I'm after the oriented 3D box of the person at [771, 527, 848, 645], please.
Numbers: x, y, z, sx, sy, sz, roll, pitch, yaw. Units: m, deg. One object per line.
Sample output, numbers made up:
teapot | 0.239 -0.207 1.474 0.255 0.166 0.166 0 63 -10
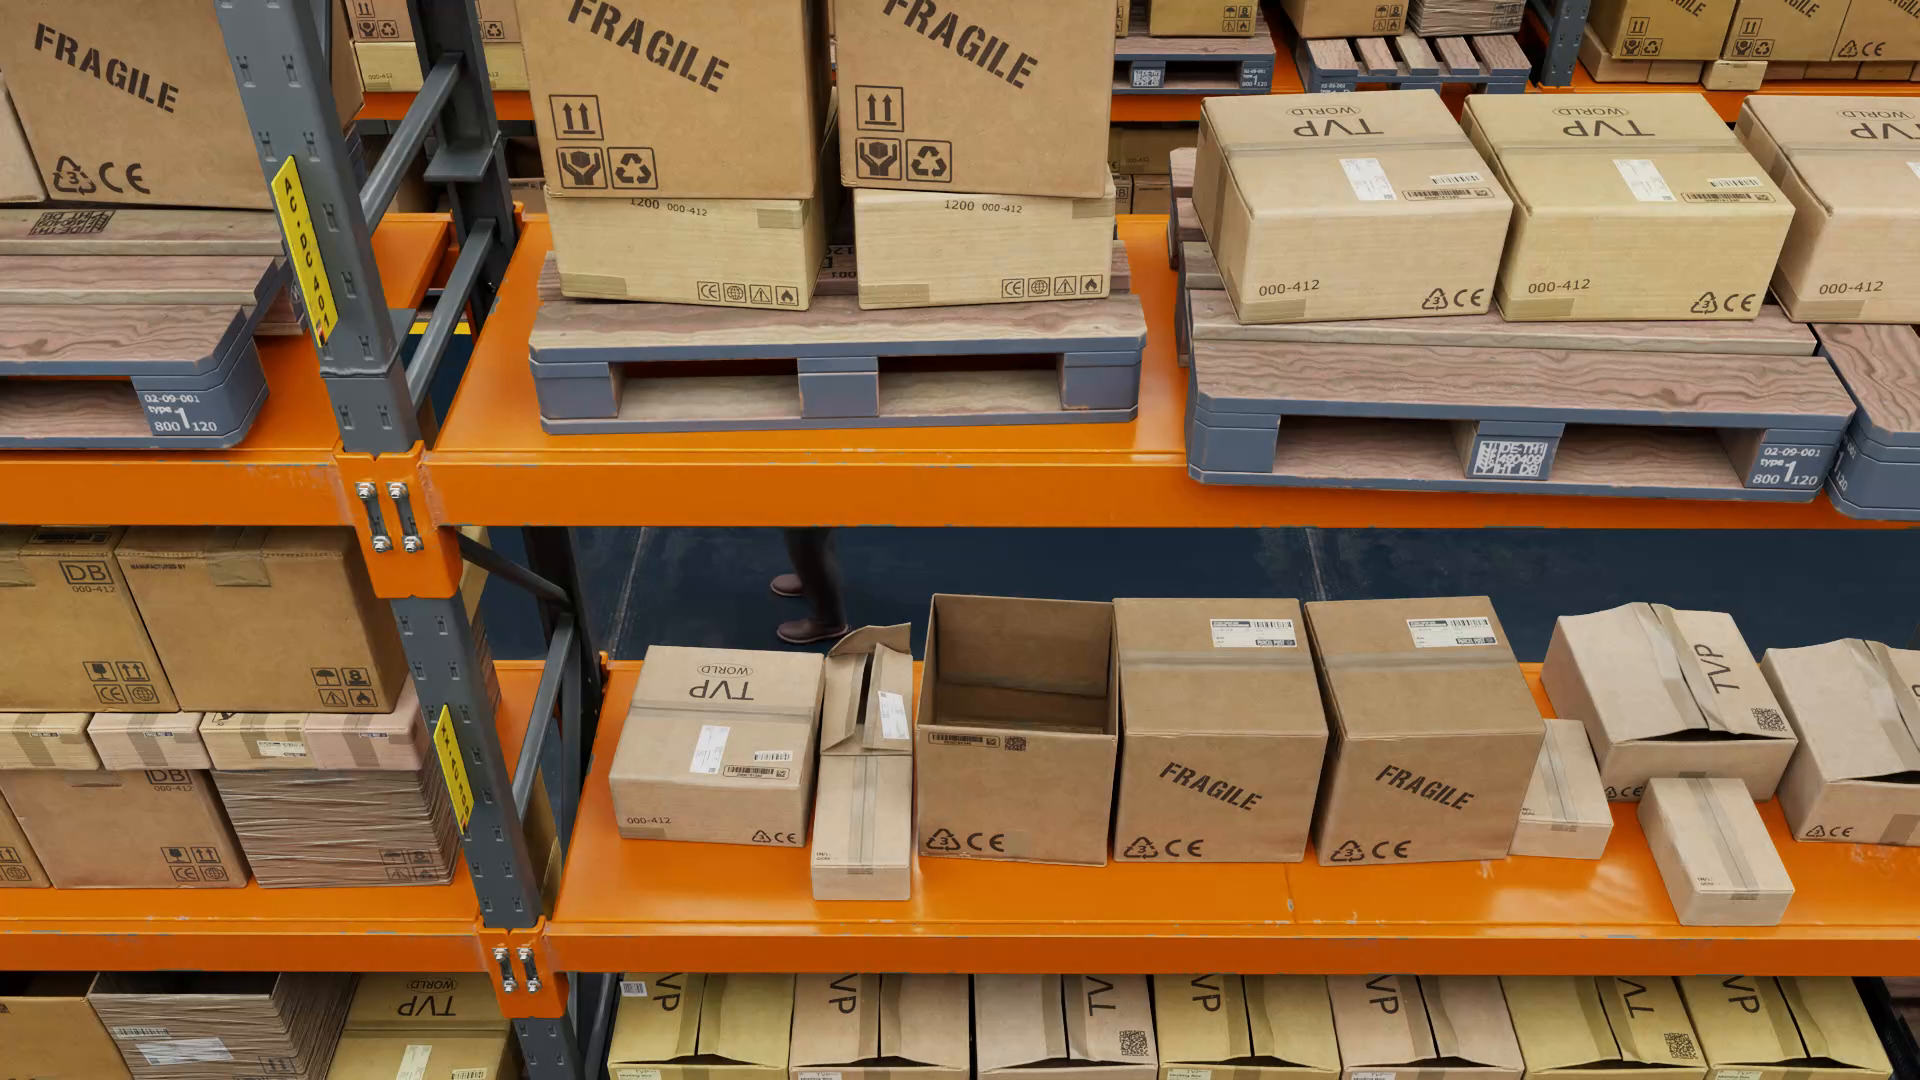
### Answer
person | -0.645 -0.293 6.508 0.389 1.658 0.530 0 40 0
